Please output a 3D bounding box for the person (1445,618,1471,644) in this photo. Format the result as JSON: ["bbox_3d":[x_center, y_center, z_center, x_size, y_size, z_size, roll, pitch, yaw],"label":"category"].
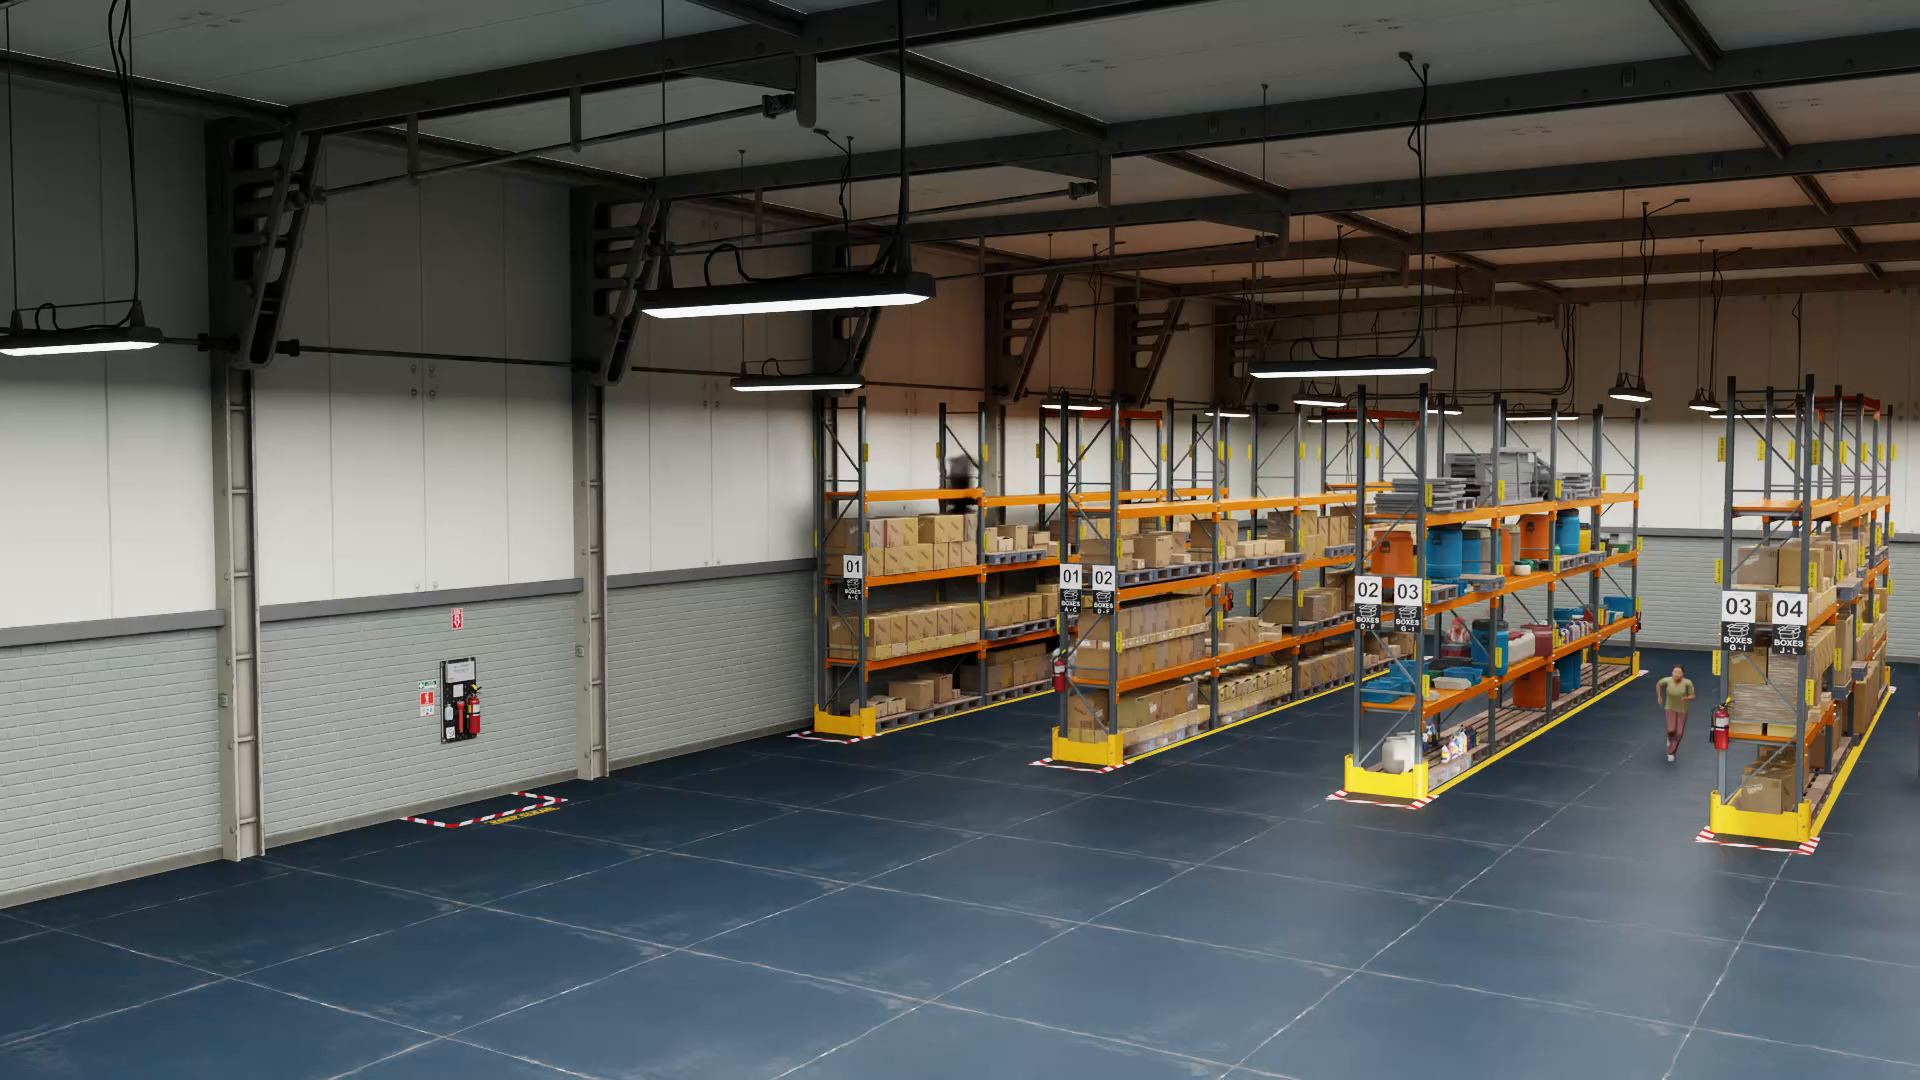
[{"bbox_3d":[10.106,2.400,33.622,0.651,1.712,0.763,2,3,30],"label":"person"}]

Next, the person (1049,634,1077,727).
[{"bbox_3d":[1.932,2.555,30.339,0.569,1.742,0.858,2,3,31],"label":"person"}]

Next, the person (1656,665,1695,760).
[{"bbox_3d":[11.594,2.796,26.933,0.550,1.595,0.670,1,3,15],"label":"person"}]
